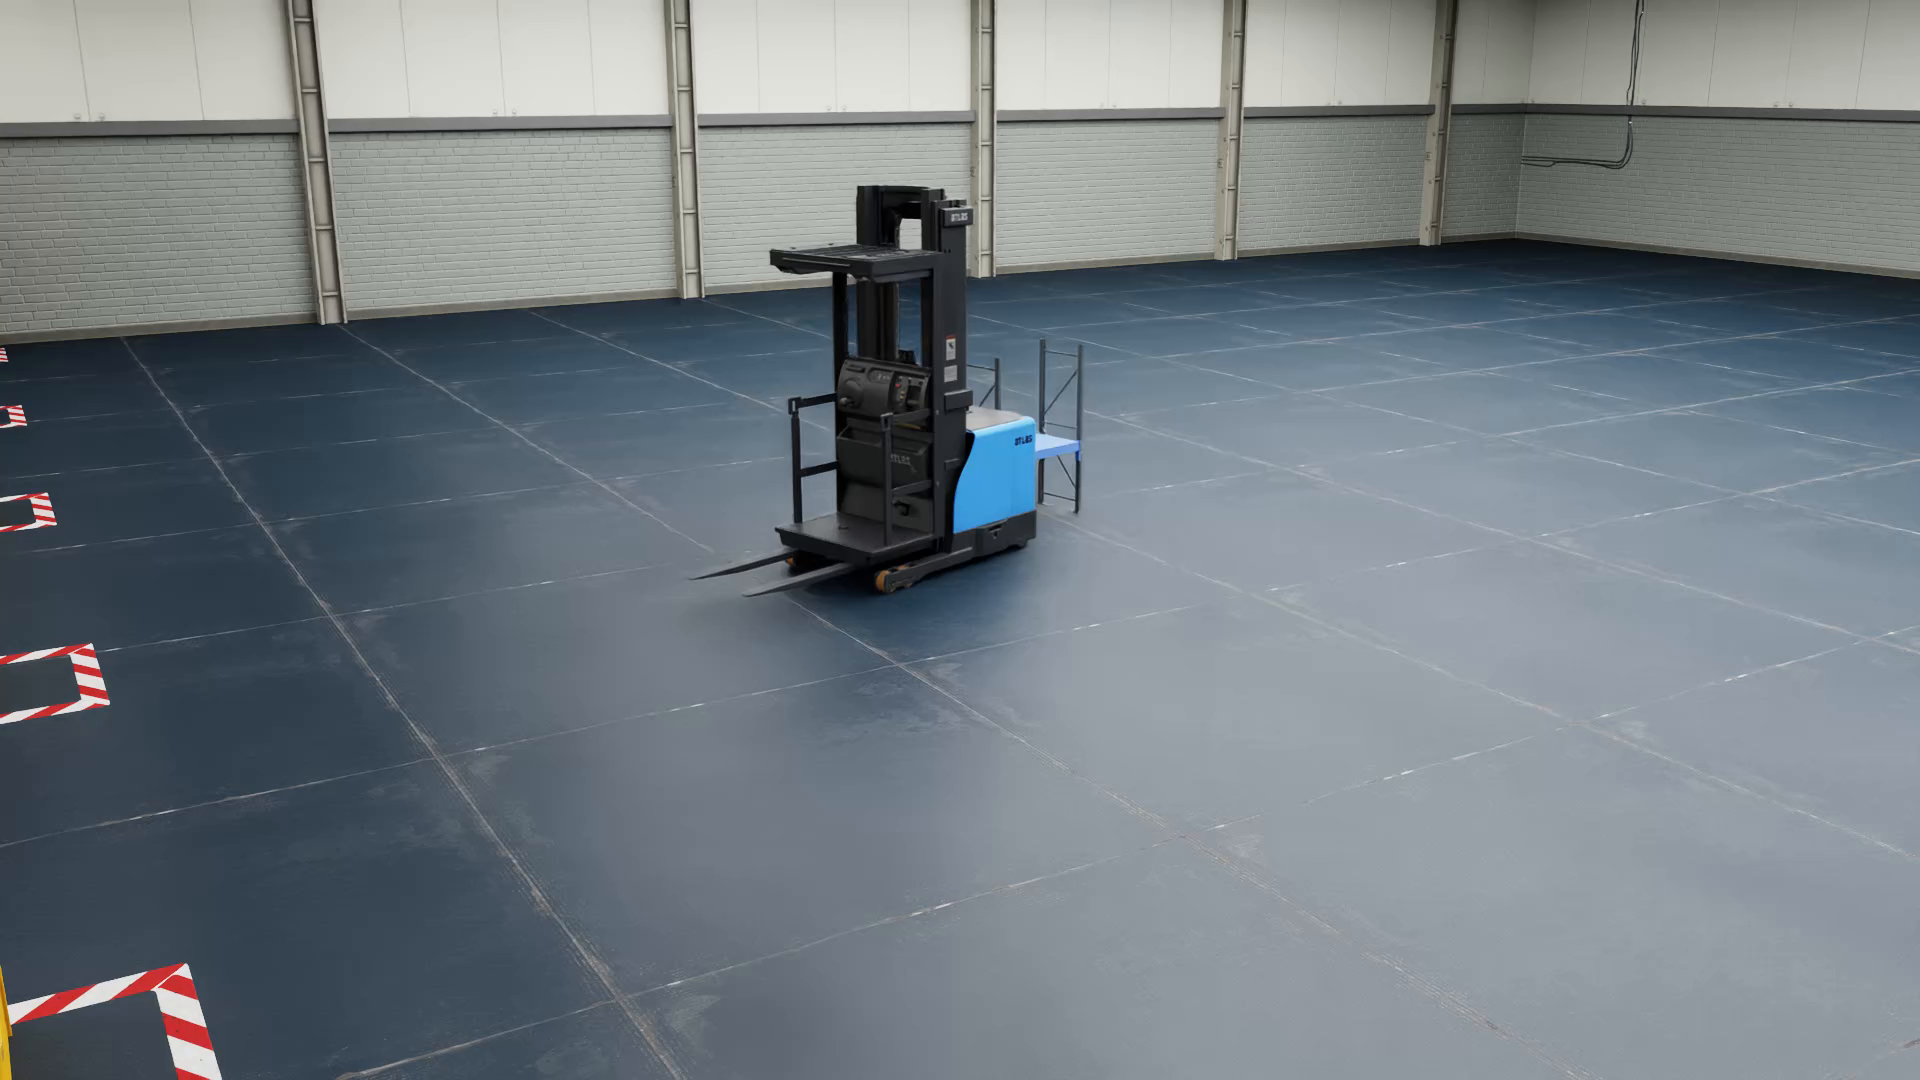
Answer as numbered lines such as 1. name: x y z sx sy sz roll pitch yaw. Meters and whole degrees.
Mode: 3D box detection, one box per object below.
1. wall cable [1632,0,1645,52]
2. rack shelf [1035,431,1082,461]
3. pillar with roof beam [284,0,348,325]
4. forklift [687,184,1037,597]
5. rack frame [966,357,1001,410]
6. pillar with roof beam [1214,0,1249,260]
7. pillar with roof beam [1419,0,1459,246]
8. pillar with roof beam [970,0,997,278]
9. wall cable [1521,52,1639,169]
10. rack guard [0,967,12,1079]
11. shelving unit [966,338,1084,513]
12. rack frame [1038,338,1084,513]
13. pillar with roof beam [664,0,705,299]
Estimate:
1. wall cable: 15.328 -11.496 34.646 0.112 2.526 3.097 -9 18 -30
2. rack shelf: 0.525 -0.746 14.458 1.000 0.185 0.538 -15 21 -42
3. pillar with roof beam: -7.627 -6.750 21.318 0.400 9.000 9.100 -9 18 -30
4. forklift: -0.730 -1.166 12.640 1.130 2.935 3.031 14 21 40
5. rack frame: 0.158 -0.824 14.071 0.032 1.500 0.500 -15 21 -42
6. pillar with roof beam: 7.802 -9.252 30.244 0.400 9.000 9.100 -9 18 -30
7. pillar with roof beam: 12.945 -10.086 33.219 0.400 9.000 9.100 -9 18 -30
8. pillar with roof beam: 2.659 -8.418 27.268 0.400 9.000 9.100 -9 18 -30
9. wall cable: 13.934 -9.691 37.561 0.112 2.526 3.097 -9 18 -30
10. rack guard: -3.753 1.900 6.205 0.348 0.500 1.175 -9 18 -30
11. shelving unit: 0.525 -0.919 14.410 1.048 1.500 0.538 -15 21 -42
12. rack frame: 0.891 -1.014 14.749 0.032 1.500 0.500 -15 21 -42
13. pillar with roof beam: -2.484 -7.584 24.293 0.400 9.000 9.100 -9 18 -30
